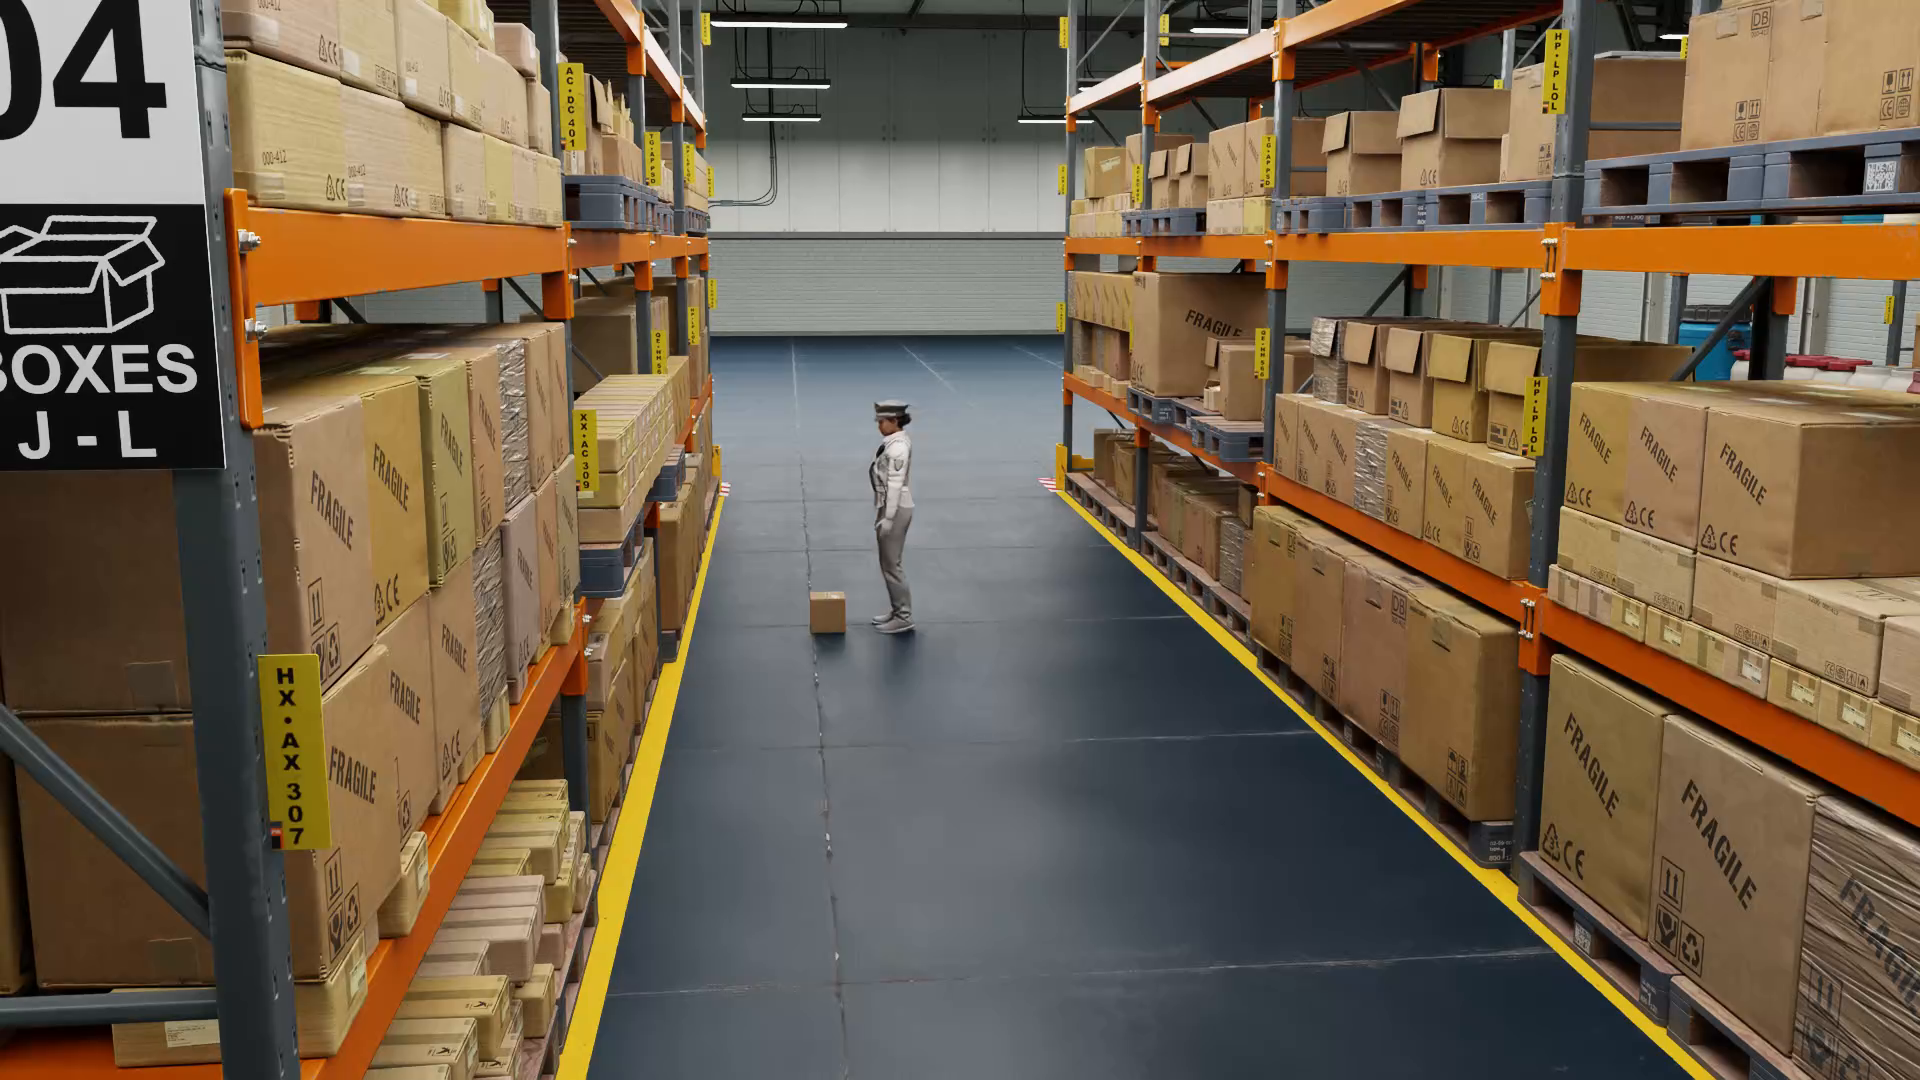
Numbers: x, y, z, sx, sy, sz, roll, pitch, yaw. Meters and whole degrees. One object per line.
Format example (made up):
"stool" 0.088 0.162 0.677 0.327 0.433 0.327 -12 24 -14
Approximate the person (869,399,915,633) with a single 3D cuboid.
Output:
"person" -0.487 -0.173 11.906 0.328 1.666 0.470 -1 10 -5
